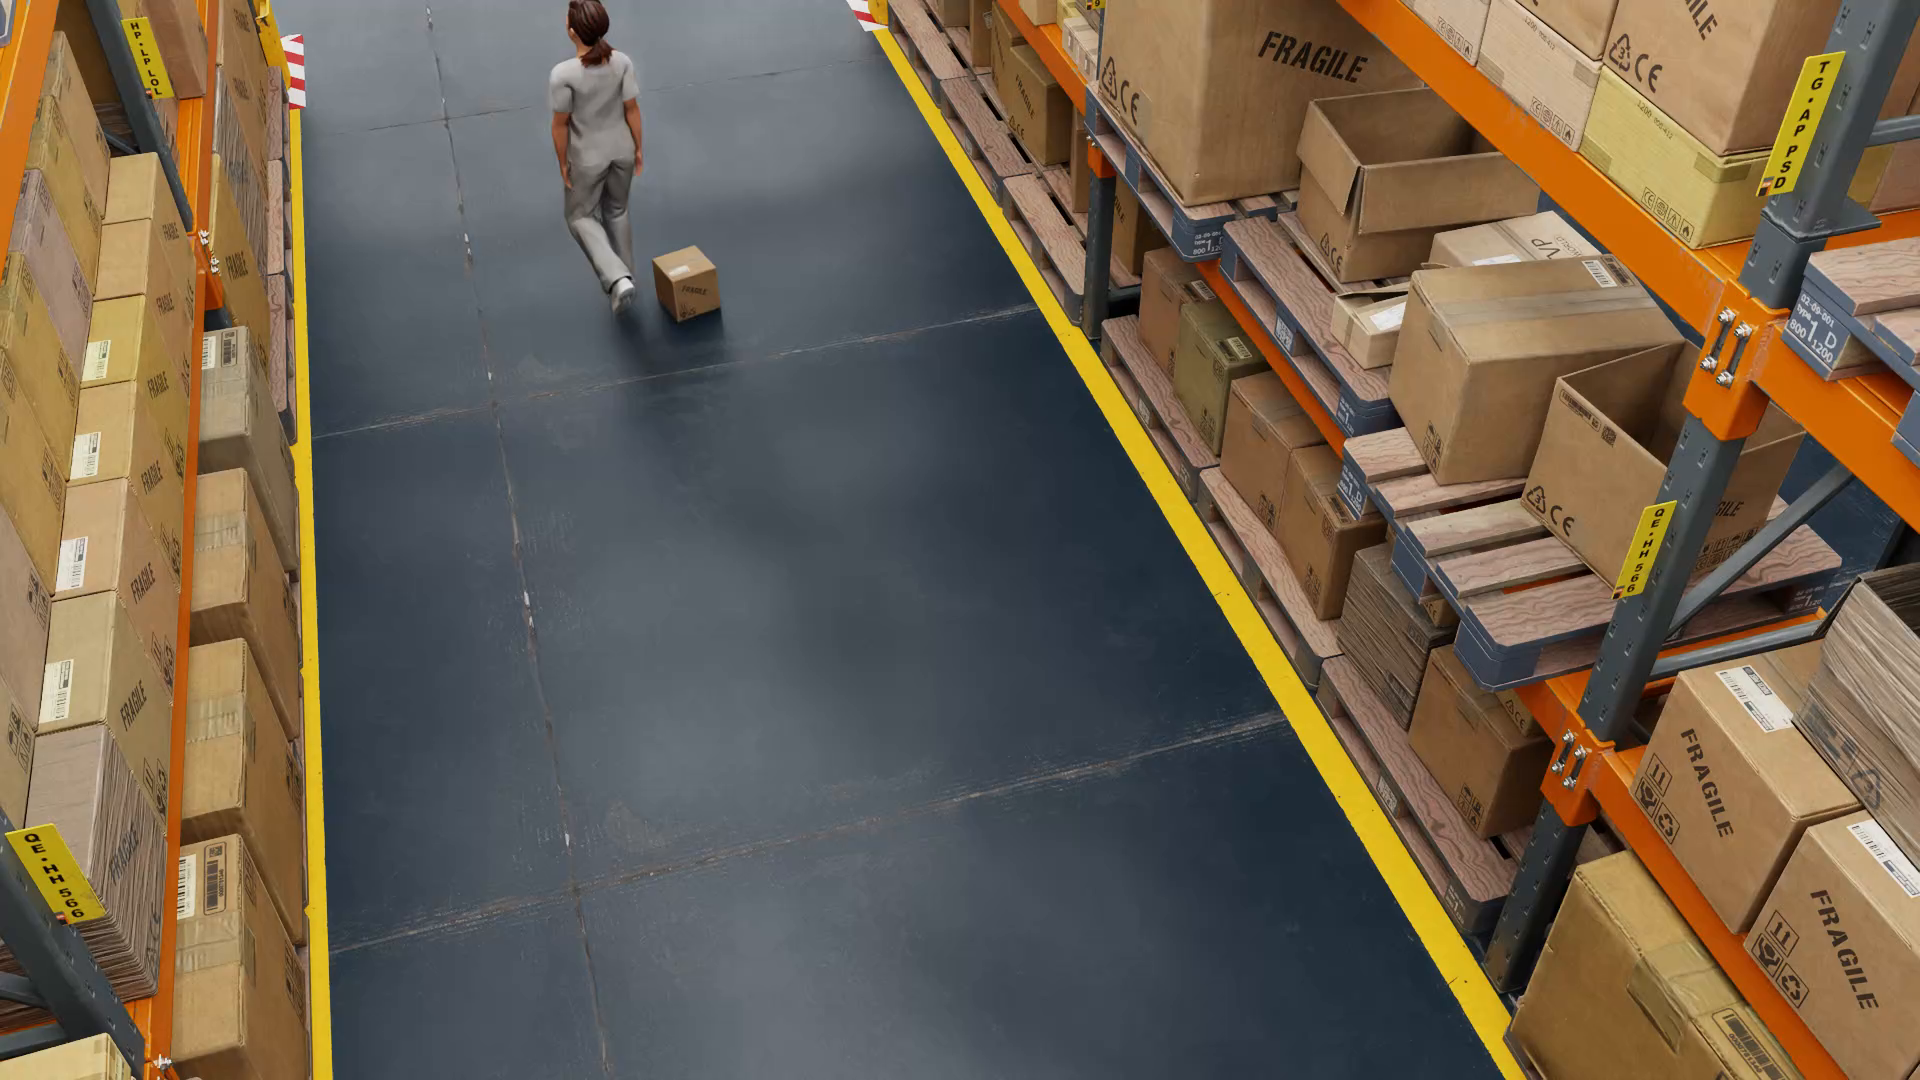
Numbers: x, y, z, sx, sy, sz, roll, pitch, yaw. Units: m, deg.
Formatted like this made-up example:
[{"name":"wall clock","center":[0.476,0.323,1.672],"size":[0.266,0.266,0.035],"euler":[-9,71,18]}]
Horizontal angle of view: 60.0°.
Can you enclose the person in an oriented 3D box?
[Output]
[{"name":"person","center":[-1.754,-1.869,8.189],"size":[0.447,1.649,0.675],"euler":[-23,47,-23]}]
